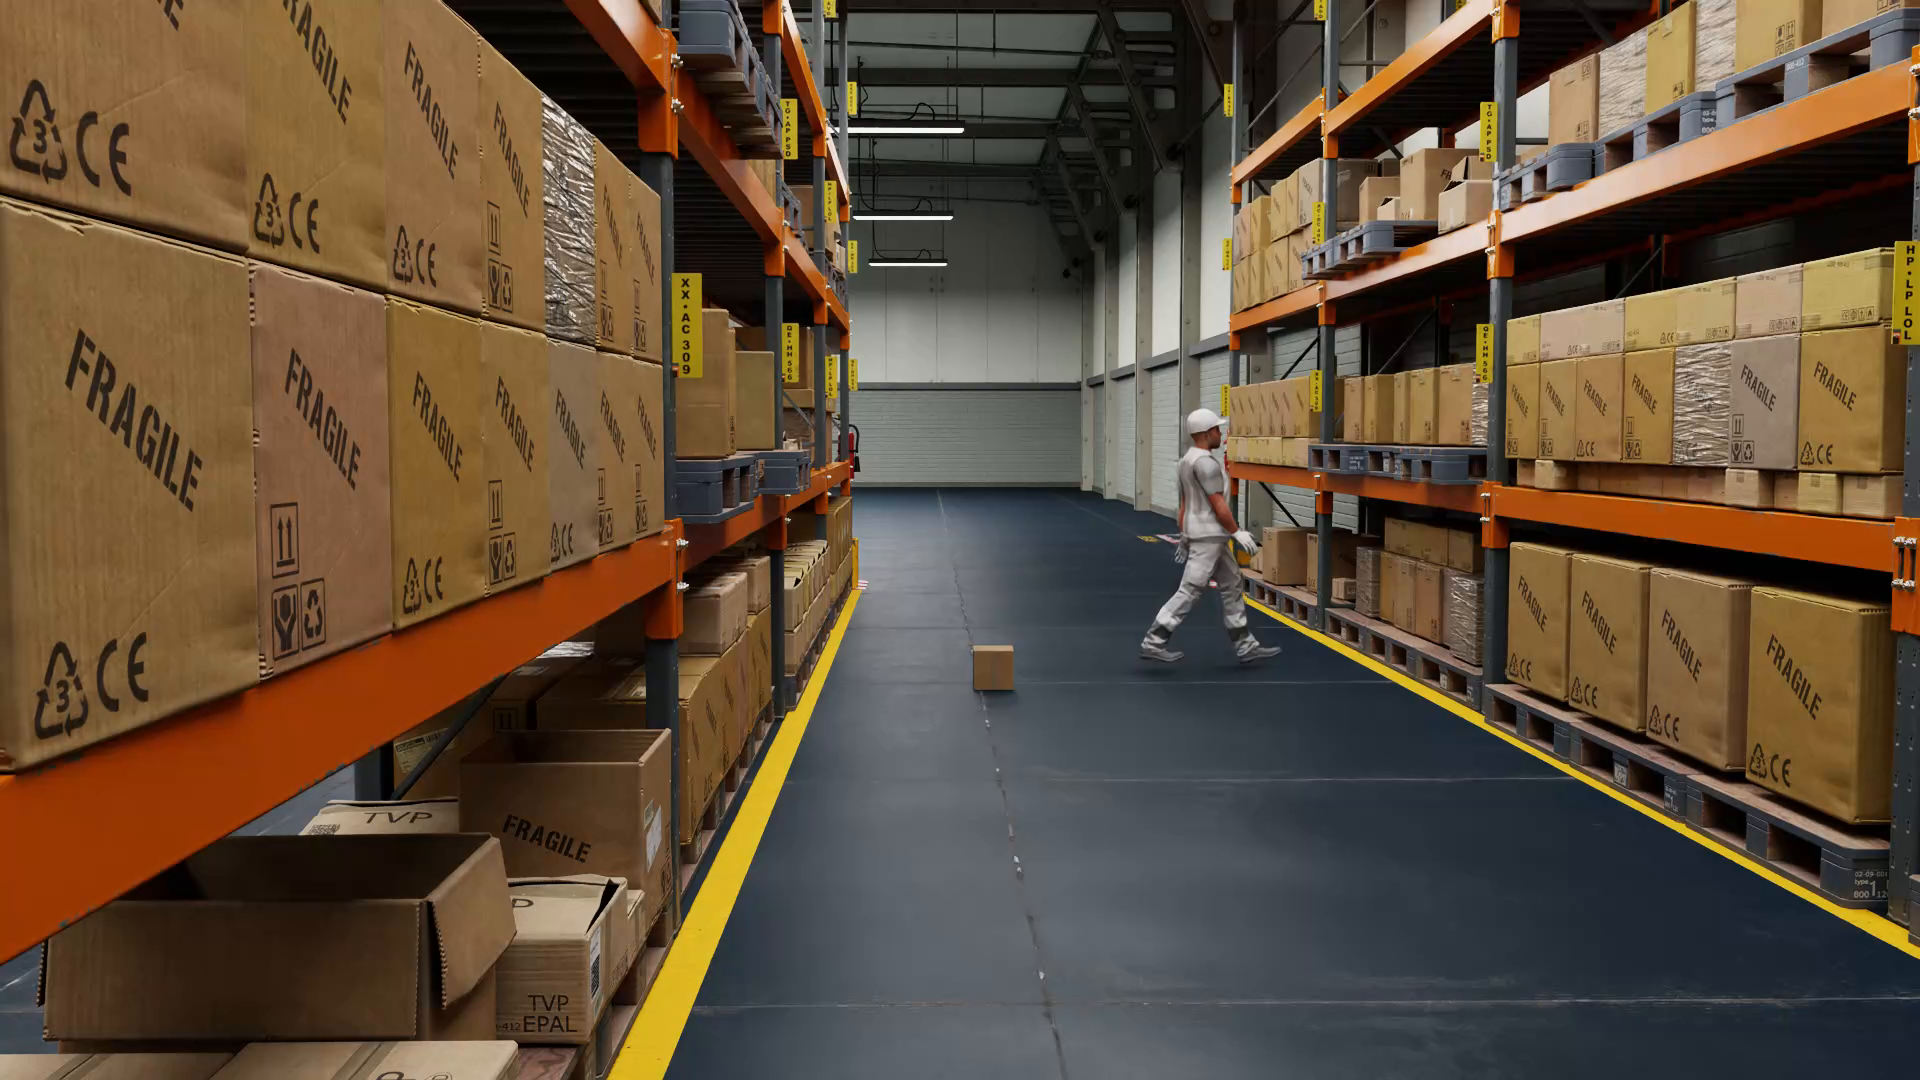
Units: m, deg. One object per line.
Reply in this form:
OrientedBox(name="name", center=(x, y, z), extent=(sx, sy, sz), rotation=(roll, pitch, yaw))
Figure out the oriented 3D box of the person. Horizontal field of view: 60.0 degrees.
OrientedBox(name="person", center=(1.715, -0.012, 11.235), extent=(1.009, 1.748, 0.544), rotation=(0, 4, -1))
